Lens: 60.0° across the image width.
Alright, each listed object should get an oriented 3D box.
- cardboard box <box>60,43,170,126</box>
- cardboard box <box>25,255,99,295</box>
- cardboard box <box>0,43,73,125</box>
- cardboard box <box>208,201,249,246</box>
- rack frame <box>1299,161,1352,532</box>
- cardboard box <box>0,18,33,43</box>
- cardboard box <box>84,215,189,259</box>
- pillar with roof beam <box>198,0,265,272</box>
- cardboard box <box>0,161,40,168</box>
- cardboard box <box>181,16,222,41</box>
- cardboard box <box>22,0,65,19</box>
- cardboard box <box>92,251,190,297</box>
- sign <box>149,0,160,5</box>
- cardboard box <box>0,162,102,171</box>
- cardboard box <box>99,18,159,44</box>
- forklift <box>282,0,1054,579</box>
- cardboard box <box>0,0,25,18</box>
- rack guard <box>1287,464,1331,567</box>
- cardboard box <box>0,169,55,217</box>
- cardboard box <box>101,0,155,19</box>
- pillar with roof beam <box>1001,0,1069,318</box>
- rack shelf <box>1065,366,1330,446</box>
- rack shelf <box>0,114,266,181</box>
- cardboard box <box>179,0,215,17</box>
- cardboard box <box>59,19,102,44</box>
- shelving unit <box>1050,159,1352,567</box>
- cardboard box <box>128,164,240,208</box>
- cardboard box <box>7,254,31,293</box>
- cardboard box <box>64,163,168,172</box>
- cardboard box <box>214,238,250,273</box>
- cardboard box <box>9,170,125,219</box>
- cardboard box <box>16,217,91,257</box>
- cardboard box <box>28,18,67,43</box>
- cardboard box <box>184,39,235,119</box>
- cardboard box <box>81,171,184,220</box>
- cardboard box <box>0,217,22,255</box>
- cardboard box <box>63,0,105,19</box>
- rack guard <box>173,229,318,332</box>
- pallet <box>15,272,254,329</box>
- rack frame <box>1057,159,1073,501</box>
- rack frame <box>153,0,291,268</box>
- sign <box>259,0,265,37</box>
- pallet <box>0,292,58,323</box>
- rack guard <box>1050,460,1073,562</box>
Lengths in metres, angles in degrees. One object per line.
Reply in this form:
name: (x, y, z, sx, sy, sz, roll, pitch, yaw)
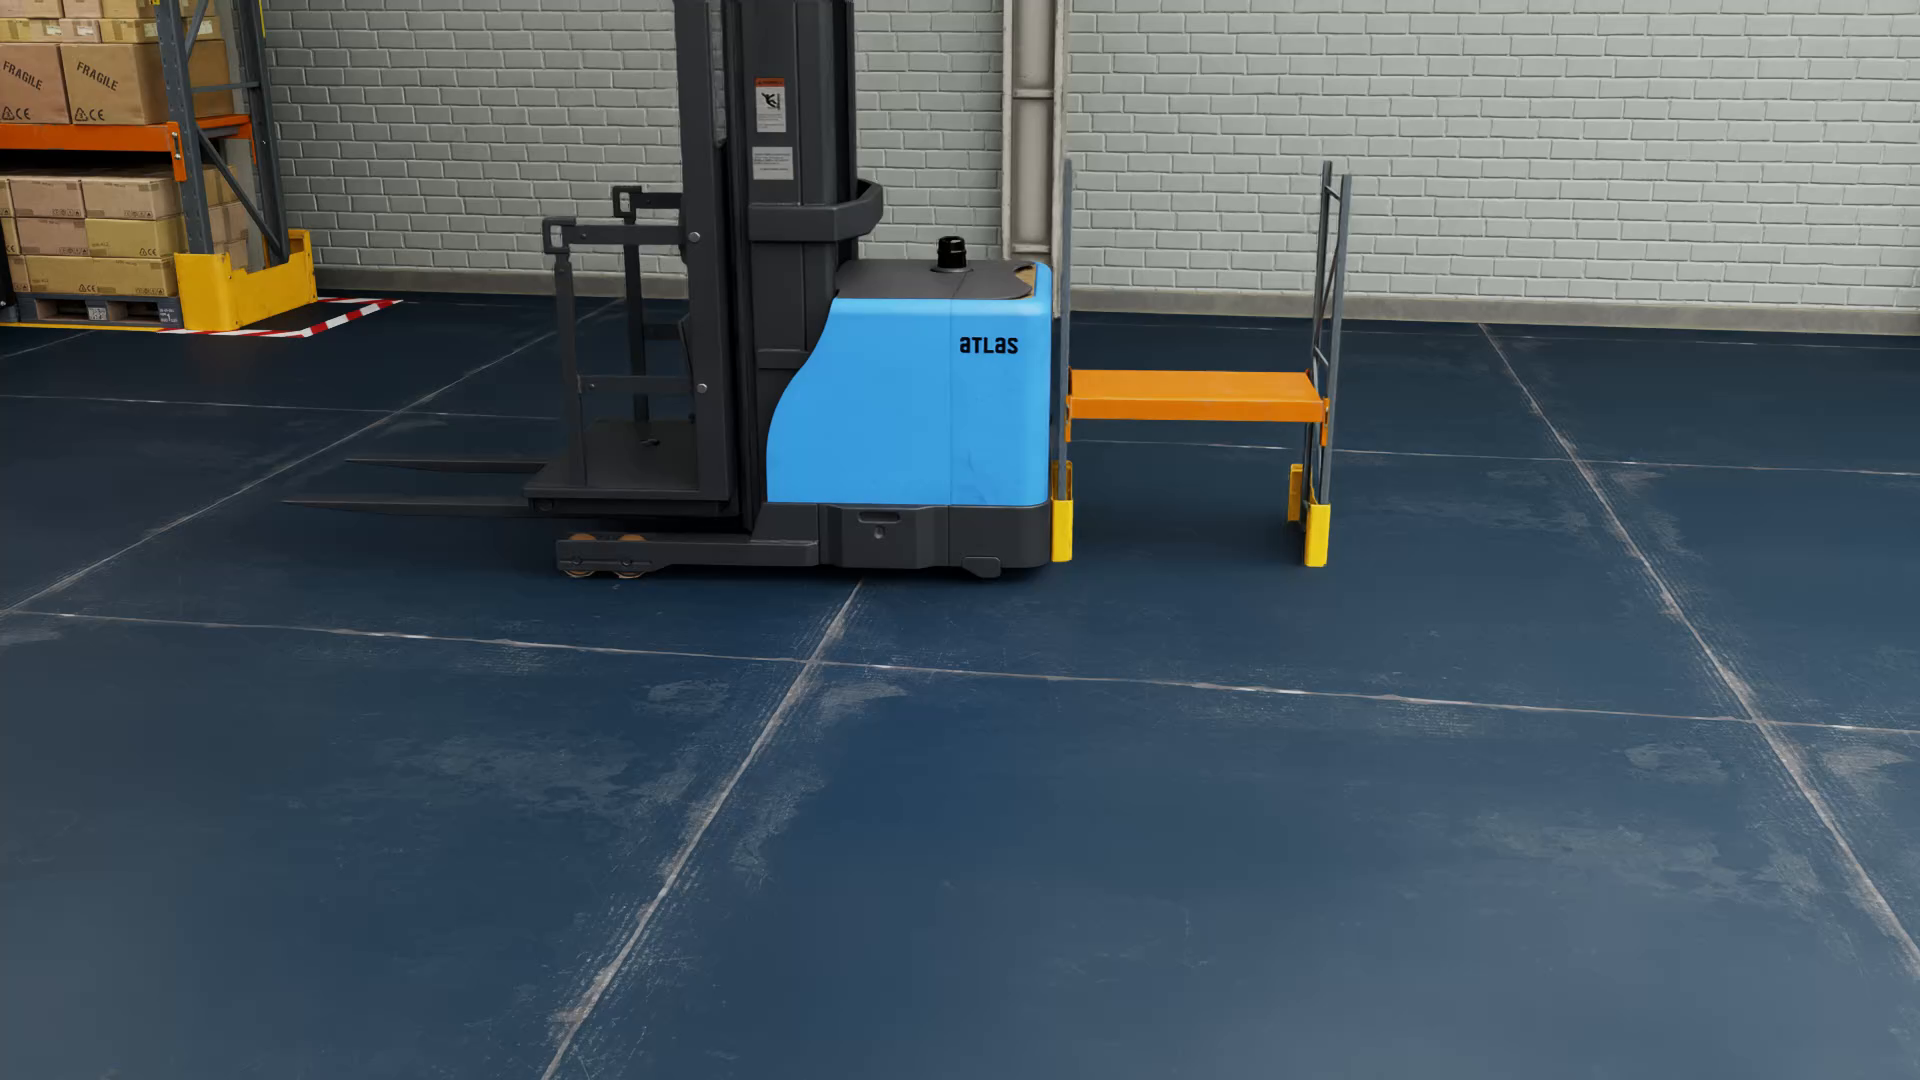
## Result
cardboard box: (-5.410, -2.966, 10.784, 0.500, 0.500, 0.500, 3, 19, 7)
cardboard box: (-5.886, -1.824, 11.200, 0.500, 0.250, 0.500, 3, 19, 9)
cardboard box: (-5.920, -2.995, 10.870, 0.500, 0.500, 0.500, 4, 19, 10)
cardboard box: (-5.313, -2.197, 11.527, 0.500, 0.250, 0.500, 3, 19, 10)
rack frame: (1.428, -0.699, 6.530, 0.032, 1.500, 0.500, 1, 19, 3)
cardboard box: (-6.015, -3.313, 10.797, 0.250, 0.149, 0.380, 3, 19, 8)
cardboard box: (-5.412, -2.035, 11.042, 0.500, 0.250, 0.500, 3, 19, 8)
pillar with roof beam: (-6.109, -4.790, 6.937, 0.400, 9.000, 9.100, 3, 19, 9)
cardboard box: (-6.817, -2.510, 11.673, 0.500, 0.250, 0.500, 3, 19, 8)
cardboard box: (-5.176, -3.430, 11.147, 0.250, 0.149, 0.380, 2, 19, 7)
cardboard box: (-5.780, -3.432, 10.684, 0.250, 0.149, 0.380, 3, 19, 10)
cardboard box: (-5.396, -1.796, 11.116, 0.500, 0.250, 0.500, 3, 19, 9)
sign: (-4.982, -3.469, 10.244, 0.005, 0.325, 0.100, 3, 19, 9)
cardboard box: (-6.313, -2.482, 11.589, 0.500, 0.250, 0.500, 3, 19, 8)
cardboard box: (-5.269, -3.261, 10.642, 0.250, 0.149, 0.380, 3, 19, 9)
forklift: (-1.146, -1.407, 6.390, 3.031, 2.935, 1.130, 1, 19, 3)
cardboard box: (-6.014, -3.468, 10.791, 0.250, 0.149, 0.380, 3, 19, 9)
rack guard: (1.408, -0.107, 6.729, 0.087, 0.250, 0.587, 1, 19, 3)
cardboard box: (-6.391, -2.317, 11.098, 0.500, 0.250, 0.500, 3, 19, 9)
cardboard box: (-5.269, -3.425, 10.662, 0.250, 0.149, 0.380, 3, 19, 9)
pillar with roof beam: (-0.185, -4.488, 6.035, 0.400, 9.000, 9.100, 3, 19, 9)
rack shelf: (0.920, -0.538, 6.615, 1.000, 0.185, 0.538, 1, 19, 3)
rack shelf: (-6.857, -2.736, 11.386, 4.000, 0.370, 1.077, 3, 19, 9)
cardboard box: (-5.180, -3.556, 11.056, 0.250, 0.149, 0.380, 3, 19, 8)
cardboard box: (-5.526, -3.265, 10.653, 0.250, 0.149, 0.380, 3, 19, 10)
shelving unit: (0.911, -0.709, 6.558, 1.083, 1.500, 0.587, 1, 19, 3)
cardboard box: (-5.327, -2.429, 11.432, 0.500, 0.250, 0.500, 3, 19, 8)
cardboard box: (-6.378, -1.852, 11.283, 0.500, 0.250, 0.500, 3, 19, 9)
cardboard box: (-5.820, -2.453, 11.504, 0.500, 0.250, 0.500, 3, 19, 9)
cardboard box: (-5.336, -1.958, 11.598, 0.500, 0.250, 0.500, 3, 19, 9)
cardboard box: (-5.891, -2.295, 11.031, 0.500, 0.250, 0.500, 3, 19, 10)
cardboard box: (-5.906, -2.064, 11.128, 0.500, 0.250, 0.500, 3, 19, 8)
cardboard box: (-5.772, -3.297, 10.749, 0.250, 0.149, 0.380, 3, 19, 10)
cardboard box: (-5.327, -3.136, 11.290, 0.500, 0.500, 0.500, 4, 19, 10)
cardboard box: (-5.386, -2.271, 10.960, 0.500, 0.250, 0.500, 4, 19, 10)
cardboard box: (-6.419, -2.083, 11.186, 0.500, 0.250, 0.500, 2, 19, 7)
cardboard box: (-5.518, -3.427, 10.670, 0.250, 0.149, 0.380, 3, 19, 9)
rack guard: (-4.858, -1.790, 11.364, 0.348, 0.500, 1.175, 3, 19, 9)
pallet: (-5.644, -1.679, 11.490, 1.213, 0.211, 1.003, 3, 19, 9)
rack frame: (0.413, -0.718, 6.585, 0.032, 1.500, 0.500, 1, 19, 3)
rack frame: (-4.882, -2.976, 10.971, 0.127, 3.000, 1.000, 3, 19, 9)
sign: (-4.788, -3.598, 11.340, 0.005, 0.325, 0.100, 3, 19, 9)
pallet: (-6.845, -1.742, 11.675, 1.213, 0.211, 1.003, 3, 19, 9)
rack guard: (0.414, -0.125, 6.784, 0.087, 0.250, 0.587, 1, 19, 3)
